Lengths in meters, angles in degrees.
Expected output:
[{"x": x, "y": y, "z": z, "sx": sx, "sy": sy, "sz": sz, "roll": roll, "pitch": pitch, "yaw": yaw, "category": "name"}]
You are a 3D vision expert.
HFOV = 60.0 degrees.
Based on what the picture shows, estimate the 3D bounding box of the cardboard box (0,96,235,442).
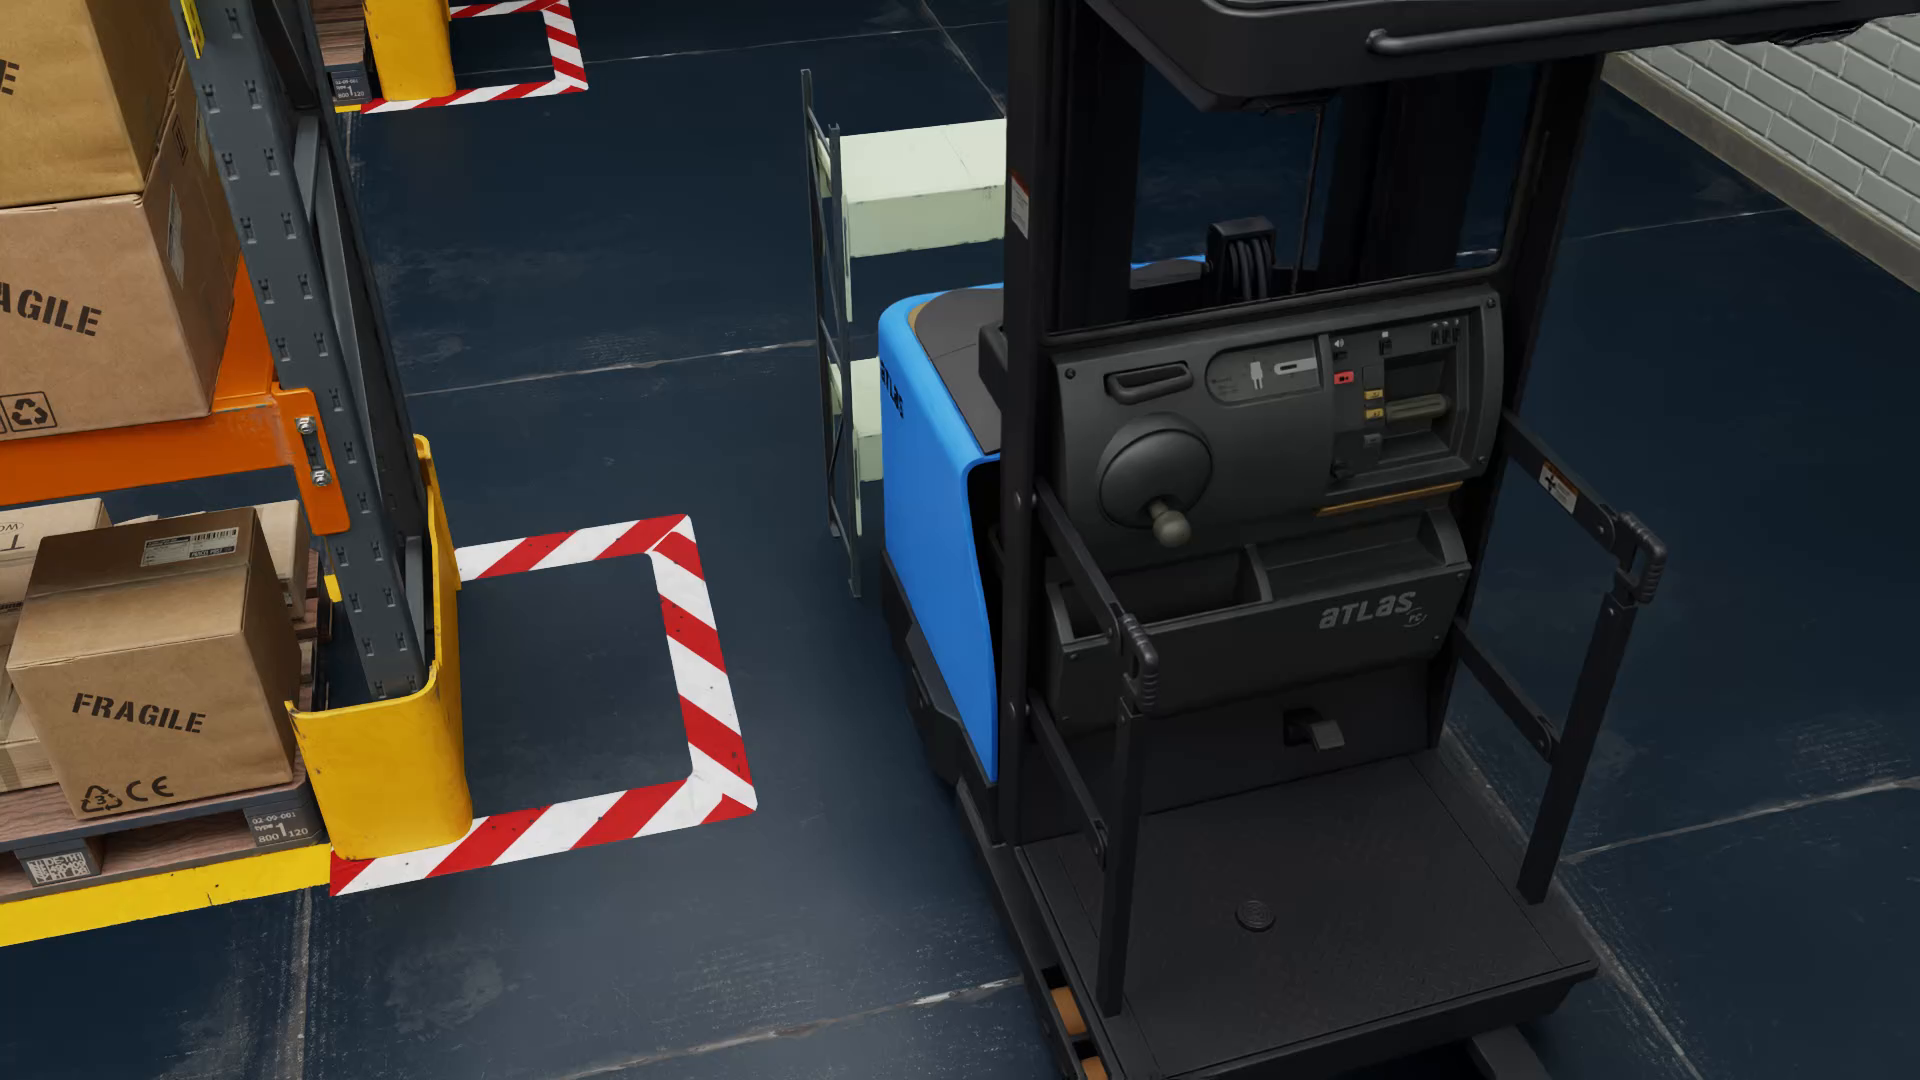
[{"x": -1.850, "y": -0.563, "z": 3.435, "sx": 0.500, "sy": 0.500, "sz": 0.500, "roll": -8, "pitch": 38, "yaw": -11, "category": "cardboard box"}]

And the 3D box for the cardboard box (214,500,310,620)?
[{"x": -1.983, "y": 0.068, "z": 4.676, "sx": 0.250, "sy": 0.149, "sz": 0.380, "roll": -9, "pitch": 38, "yaw": -12, "category": "cardboard box"}]

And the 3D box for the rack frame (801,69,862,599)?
[{"x": -0.360, "y": -0.537, "z": 4.717, "sx": 0.023, "sy": 1.500, "sz": 0.400, "roll": -9, "pitch": 38, "yaw": -12, "category": "rack frame"}]

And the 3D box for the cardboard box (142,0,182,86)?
[{"x": -1.986, "y": -1.275, "z": 3.543, "sx": 0.500, "sy": 0.500, "sz": 0.500, "roll": -8, "pitch": 38, "yaw": -11, "category": "cardboard box"}]

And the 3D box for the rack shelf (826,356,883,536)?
[{"x": -0.006, "y": -0.336, "z": 4.991, "sx": 0.720, "sy": 0.370, "sz": 0.431, "roll": -9, "pitch": 38, "yaw": -12, "category": "rack shelf"}]

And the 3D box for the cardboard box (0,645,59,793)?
[{"x": -2.364, "y": 0.439, "z": 4.178, "sx": 0.250, "sy": 0.166, "sz": 0.380, "roll": -9, "pitch": 38, "yaw": -12, "category": "cardboard box"}]

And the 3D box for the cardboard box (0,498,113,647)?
[{"x": -2.570, "y": 0.162, "z": 4.470, "sx": 0.500, "sy": 0.250, "sz": 0.500, "roll": -9, "pitch": 38, "yaw": -12, "category": "cardboard box"}]

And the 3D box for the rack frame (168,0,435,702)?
[{"x": -1.489, "y": -0.754, "z": 3.767, "sx": 0.127, "sy": 3.000, "sz": 1.000, "roll": -9, "pitch": 38, "yaw": -12, "category": "rack frame"}]

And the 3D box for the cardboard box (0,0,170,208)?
[{"x": -1.847, "y": -0.959, "z": 3.130, "sx": 0.500, "sy": 0.500, "sz": 0.500, "roll": -10, "pitch": 38, "yaw": -12, "category": "cardboard box"}]

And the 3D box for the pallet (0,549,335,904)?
[{"x": -2.331, "y": 0.493, "z": 4.433, "sx": 1.213, "sy": 0.211, "sz": 1.003, "roll": -9, "pitch": 38, "yaw": -12, "category": "pallet"}]

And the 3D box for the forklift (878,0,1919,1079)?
[{"x": 0.696, "y": -0.165, "z": 3.054, "sx": 1.130, "sy": 2.935, "sz": 3.031, "roll": -11, "pitch": 39, "yaw": -14, "category": "forklift"}]

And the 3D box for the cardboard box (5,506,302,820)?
[{"x": -1.949, "y": 0.295, "z": 4.091, "sx": 0.500, "sy": 0.500, "sz": 0.500, "roll": -9, "pitch": 38, "yaw": -12, "category": "cardboard box"}]

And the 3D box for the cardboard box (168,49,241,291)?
[{"x": -1.986, "y": -0.878, "z": 3.847, "sx": 0.500, "sy": 0.500, "sz": 0.500, "roll": -9, "pitch": 38, "yaw": -11, "category": "cardboard box"}]

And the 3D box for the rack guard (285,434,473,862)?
[{"x": -1.562, "y": 0.251, "z": 4.511, "sx": 0.348, "sy": 0.500, "sz": 1.175, "roll": -9, "pitch": 38, "yaw": -12, "category": "rack guard"}]

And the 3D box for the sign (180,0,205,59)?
[{"x": -1.363, "y": -1.011, "z": 2.889, "sx": 0.005, "sy": 0.325, "sz": 0.100, "roll": -9, "pitch": 38, "yaw": -12, "category": "sign"}]

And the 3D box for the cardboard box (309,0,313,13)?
[{"x": -3.433, "y": -2.663, "z": 7.975, "sx": 0.500, "sy": 0.500, "sz": 0.700, "roll": -9, "pitch": 38, "yaw": -12, "category": "cardboard box"}]

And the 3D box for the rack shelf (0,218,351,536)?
[{"x": -3.419, "y": -0.151, "z": 3.571, "sx": 4.000, "sy": 0.370, "sz": 1.077, "roll": -9, "pitch": 38, "yaw": -12, "category": "rack shelf"}]

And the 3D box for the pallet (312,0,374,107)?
[{"x": -3.535, "y": -2.379, "z": 8.186, "sx": 1.213, "sy": 0.211, "sz": 1.003, "roll": -9, "pitch": 38, "yaw": -12, "category": "pallet"}]

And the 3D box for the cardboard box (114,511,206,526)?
[{"x": -2.224, "y": 0.101, "z": 4.619, "sx": 0.250, "sy": 0.166, "sz": 0.380, "roll": -9, "pitch": 38, "yaw": -12, "category": "cardboard box"}]

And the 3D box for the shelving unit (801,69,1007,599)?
[{"x": -0.006, "y": -0.595, "z": 4.793, "sx": 0.755, "sy": 1.500, "sz": 0.431, "roll": -9, "pitch": 38, "yaw": -12, "category": "shelving unit"}]

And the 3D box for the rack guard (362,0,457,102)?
[{"x": -2.761, "y": -2.670, "z": 8.329, "sx": 0.348, "sy": 0.500, "sz": 1.175, "roll": -9, "pitch": 38, "yaw": -12, "category": "rack guard"}]

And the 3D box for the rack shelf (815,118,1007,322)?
[{"x": -0.006, "y": -0.905, "z": 4.556, "sx": 0.720, "sy": 0.370, "sz": 0.431, "roll": -9, "pitch": 38, "yaw": -12, "category": "rack shelf"}]
